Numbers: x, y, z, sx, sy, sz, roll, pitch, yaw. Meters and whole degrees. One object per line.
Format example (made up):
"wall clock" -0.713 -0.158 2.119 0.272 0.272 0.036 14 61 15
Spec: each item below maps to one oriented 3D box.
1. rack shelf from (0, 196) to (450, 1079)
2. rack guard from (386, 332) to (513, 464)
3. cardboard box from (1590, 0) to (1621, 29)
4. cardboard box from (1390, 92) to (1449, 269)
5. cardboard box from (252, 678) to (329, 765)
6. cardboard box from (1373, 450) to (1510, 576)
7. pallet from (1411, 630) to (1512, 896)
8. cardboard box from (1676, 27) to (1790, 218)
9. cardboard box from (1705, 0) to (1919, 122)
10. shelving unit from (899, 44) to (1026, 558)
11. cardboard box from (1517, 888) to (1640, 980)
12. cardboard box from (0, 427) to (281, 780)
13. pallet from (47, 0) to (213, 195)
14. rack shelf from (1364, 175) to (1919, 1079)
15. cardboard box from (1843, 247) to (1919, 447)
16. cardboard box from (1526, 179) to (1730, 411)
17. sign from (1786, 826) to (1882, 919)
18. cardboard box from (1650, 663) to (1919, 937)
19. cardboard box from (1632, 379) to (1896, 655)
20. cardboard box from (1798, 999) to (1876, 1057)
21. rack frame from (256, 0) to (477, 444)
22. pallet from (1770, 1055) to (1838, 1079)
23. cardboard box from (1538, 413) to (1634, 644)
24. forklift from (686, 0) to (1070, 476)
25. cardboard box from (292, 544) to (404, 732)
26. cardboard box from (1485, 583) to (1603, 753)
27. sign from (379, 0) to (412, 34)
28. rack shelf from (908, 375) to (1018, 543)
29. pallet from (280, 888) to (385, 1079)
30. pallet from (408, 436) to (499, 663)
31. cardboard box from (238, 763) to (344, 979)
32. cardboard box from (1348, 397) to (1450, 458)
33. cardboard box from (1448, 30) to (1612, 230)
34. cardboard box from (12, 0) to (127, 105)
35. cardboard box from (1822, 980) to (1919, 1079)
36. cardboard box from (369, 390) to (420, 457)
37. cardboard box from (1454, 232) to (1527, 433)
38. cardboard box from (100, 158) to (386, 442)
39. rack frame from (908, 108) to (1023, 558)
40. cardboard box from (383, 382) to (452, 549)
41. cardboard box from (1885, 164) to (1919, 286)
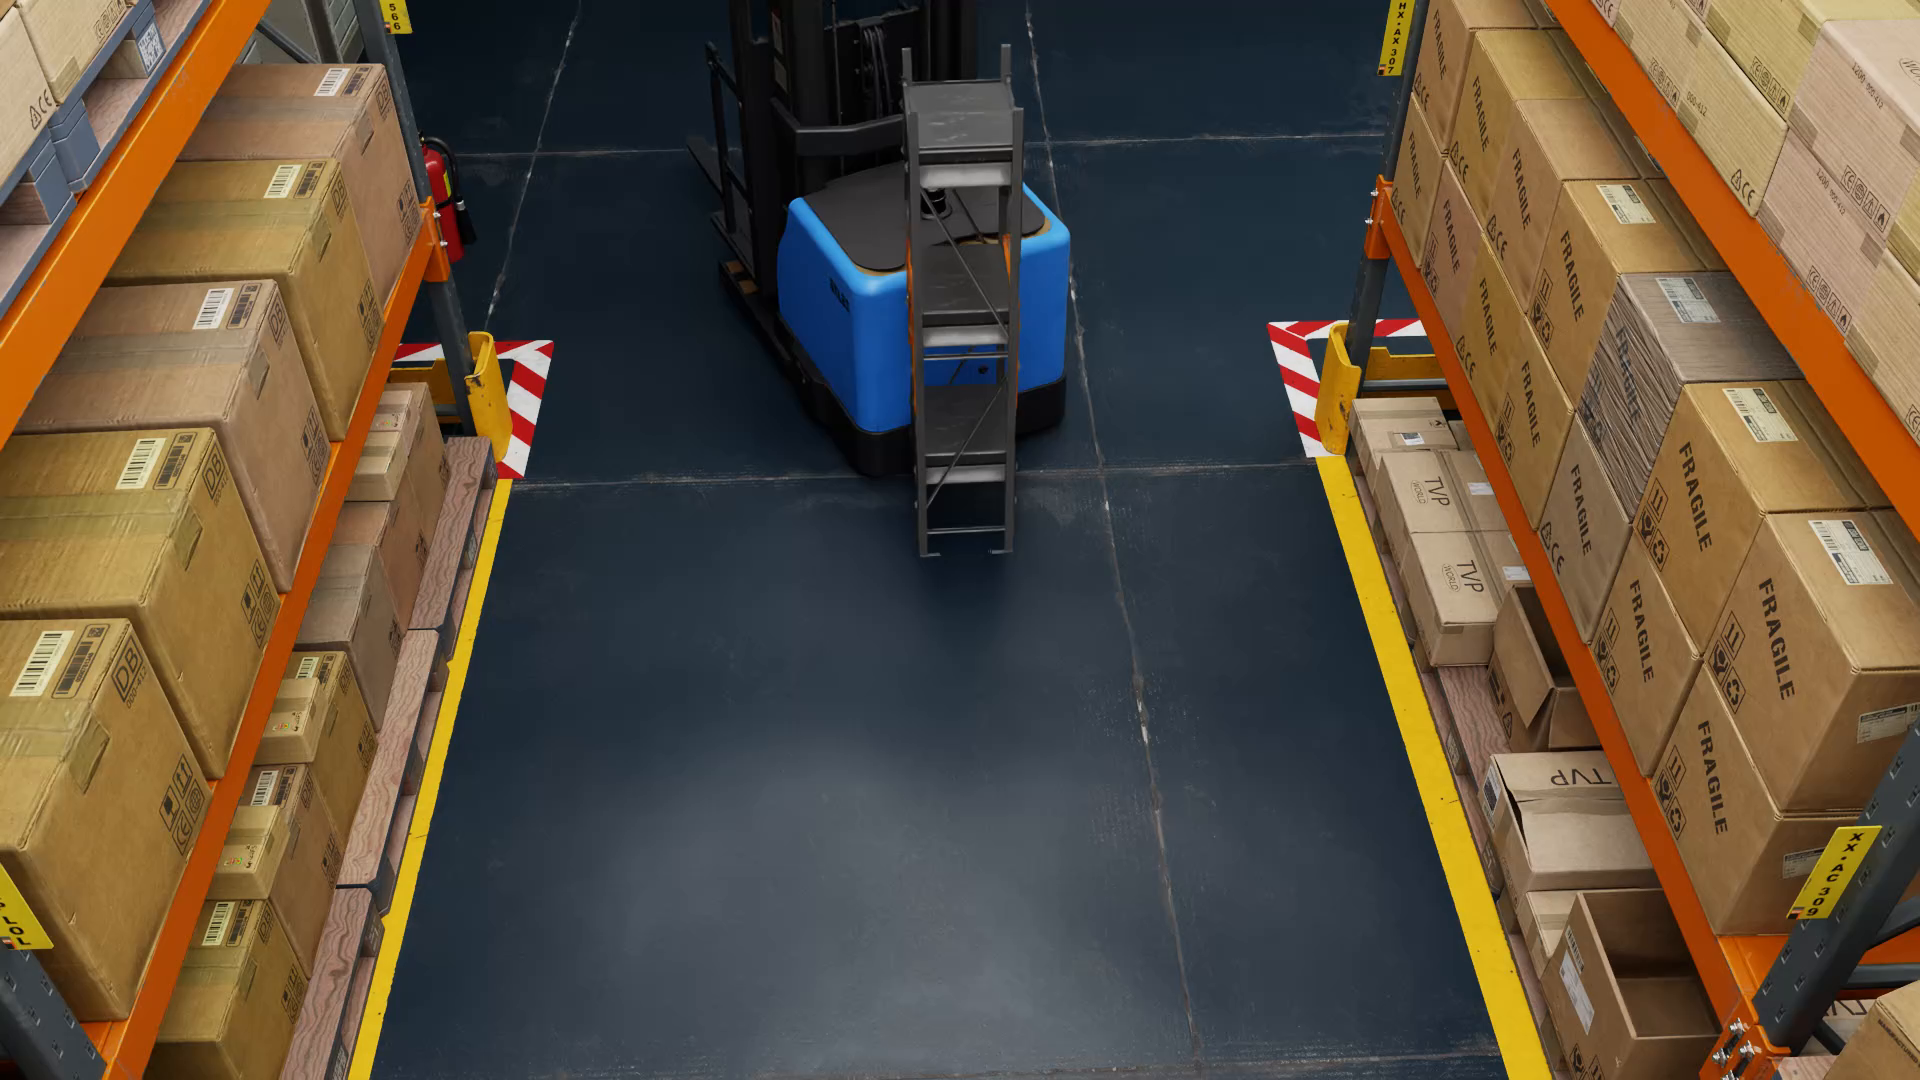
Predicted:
"rack shelf" -2.600 0.081 5.474 1.077 0.370 4.000 -2 43 -2
"rack guard" -2.686 -0.629 7.566 1.175 0.500 0.348 -2 43 -2
"cardboard box" 2.063 -1.700 4.776 0.500 0.250 0.500 -2 43 -2
"cardboard box" 2.020 -1.409 6.493 0.500 0.500 0.500 -1 43 -1
"cardboard box" -2.299 0.597 5.438 0.380 0.149 0.250 -3 43 -3
"cardboard box" 2.025 -0.115 6.865 0.500 0.250 0.500 -2 43 -2
"pallet" 2.351 0.760 6.265 1.003 0.211 1.213 -2 43 -2
"cardboard box" 2.108 -1.025 4.039 0.500 0.250 0.500 -2 43 -2
"cardboard box" 2.106 -1.209 3.870 0.500 0.250 0.500 -2 43 -2
"shelving unit" 0.006 -0.876 6.650 0.431 2.100 0.503 -3 42 -3
"cardboard box" 2.051 1.282 5.416 0.380 0.149 0.250 -2 43 -2
"cardboard box" -2.547 0.196 4.594 0.980 0.700 0.700 -3 43 -3
"pallet" -2.588 -1.281 4.274 1.003 0.211 1.213 -2 43 -2
"rack shelf" 2.349 -0.064 5.632 1.077 0.370 4.000 -2 43 -2
"cardboard box" 2.148 -0.350 3.303 0.500 0.250 0.500 -2 43 -2
"cardboard box" 2.088 -0.744 5.028 0.500 0.500 0.500 -2 43 -2
"sign" 1.893 0.723 3.601 0.100 0.325 0.005 -2 43 -2
"cardboard box" 2.157 0.654 4.242 0.500 0.500 0.500 -1 43 -1
"cardboard box" 2.130 -0.064 4.286 0.500 0.500 0.500 -2 43 -3
"cardboard box" 2.633 1.561 4.992 0.500 0.311 0.500 -2 43 -2
"rack frame" -2.685 -1.534 6.704 1.000 3.000 0.127 -2 43 -2
"pallet" 2.359 1.635 3.389 1.003 0.211 1.213 -2 43 -2
"cardboard box" 2.109 -0.040 5.000 0.500 0.500 0.500 -1 43 -1
"forklift" -0.598 -2.366 7.662 1.130 2.935 3.031 -18 45 -18
"cardboard box" -2.512 0.379 6.155 0.700 0.500 0.500 -3 43 -3
"cardboard box" 2.349 0.511 5.994 0.797 0.503 0.637 -2 43 -2
"sign" -2.142 -2.055 6.240 0.100 0.325 0.005 -2 43 -2
"rack shelf" 0.008 -0.349 7.131 0.431 0.518 0.480 -3 42 -3
"pallet" -2.469 1.678 5.263 1.003 0.211 1.213 -2 43 -2
"pallet" -2.572 0.031 7.060 1.003 0.211 1.213 -2 43 -2
"cardboard box" -2.462 1.086 5.385 0.700 0.500 0.500 -2 43 -2
"cardboard box" 1.939 -0.498 7.357 0.380 0.149 0.250 -2 43 -2
"cardboard box" 2.050 -1.425 5.770 0.500 0.500 0.500 -1 43 -1
"cardboard box" -2.317 -1.241 3.890 0.500 0.250 0.500 -3 43 -3
"cardboard box" 2.231 1.156 3.384 0.700 0.500 0.500 -15 45 -16
"cardboard box" -2.367 -0.456 6.586 0.380 0.149 0.250 -2 43 -2
"cardboard box" 2.066 -0.722 5.743 0.500 0.500 0.500 -2 43 -2
"cardboard box" -2.611 -0.810 5.692 0.980 0.700 0.700 -2 43 -2
"rack frame" 0.023 -0.711 6.470 0.400 2.100 0.015 -3 42 -3
"cardboard box" -2.555 -0.298 6.894 0.700 0.500 0.500 -2 43 -2
"cardboard box" 2.142 -0.534 3.134 0.500 0.250 0.500 -2 43 -2
